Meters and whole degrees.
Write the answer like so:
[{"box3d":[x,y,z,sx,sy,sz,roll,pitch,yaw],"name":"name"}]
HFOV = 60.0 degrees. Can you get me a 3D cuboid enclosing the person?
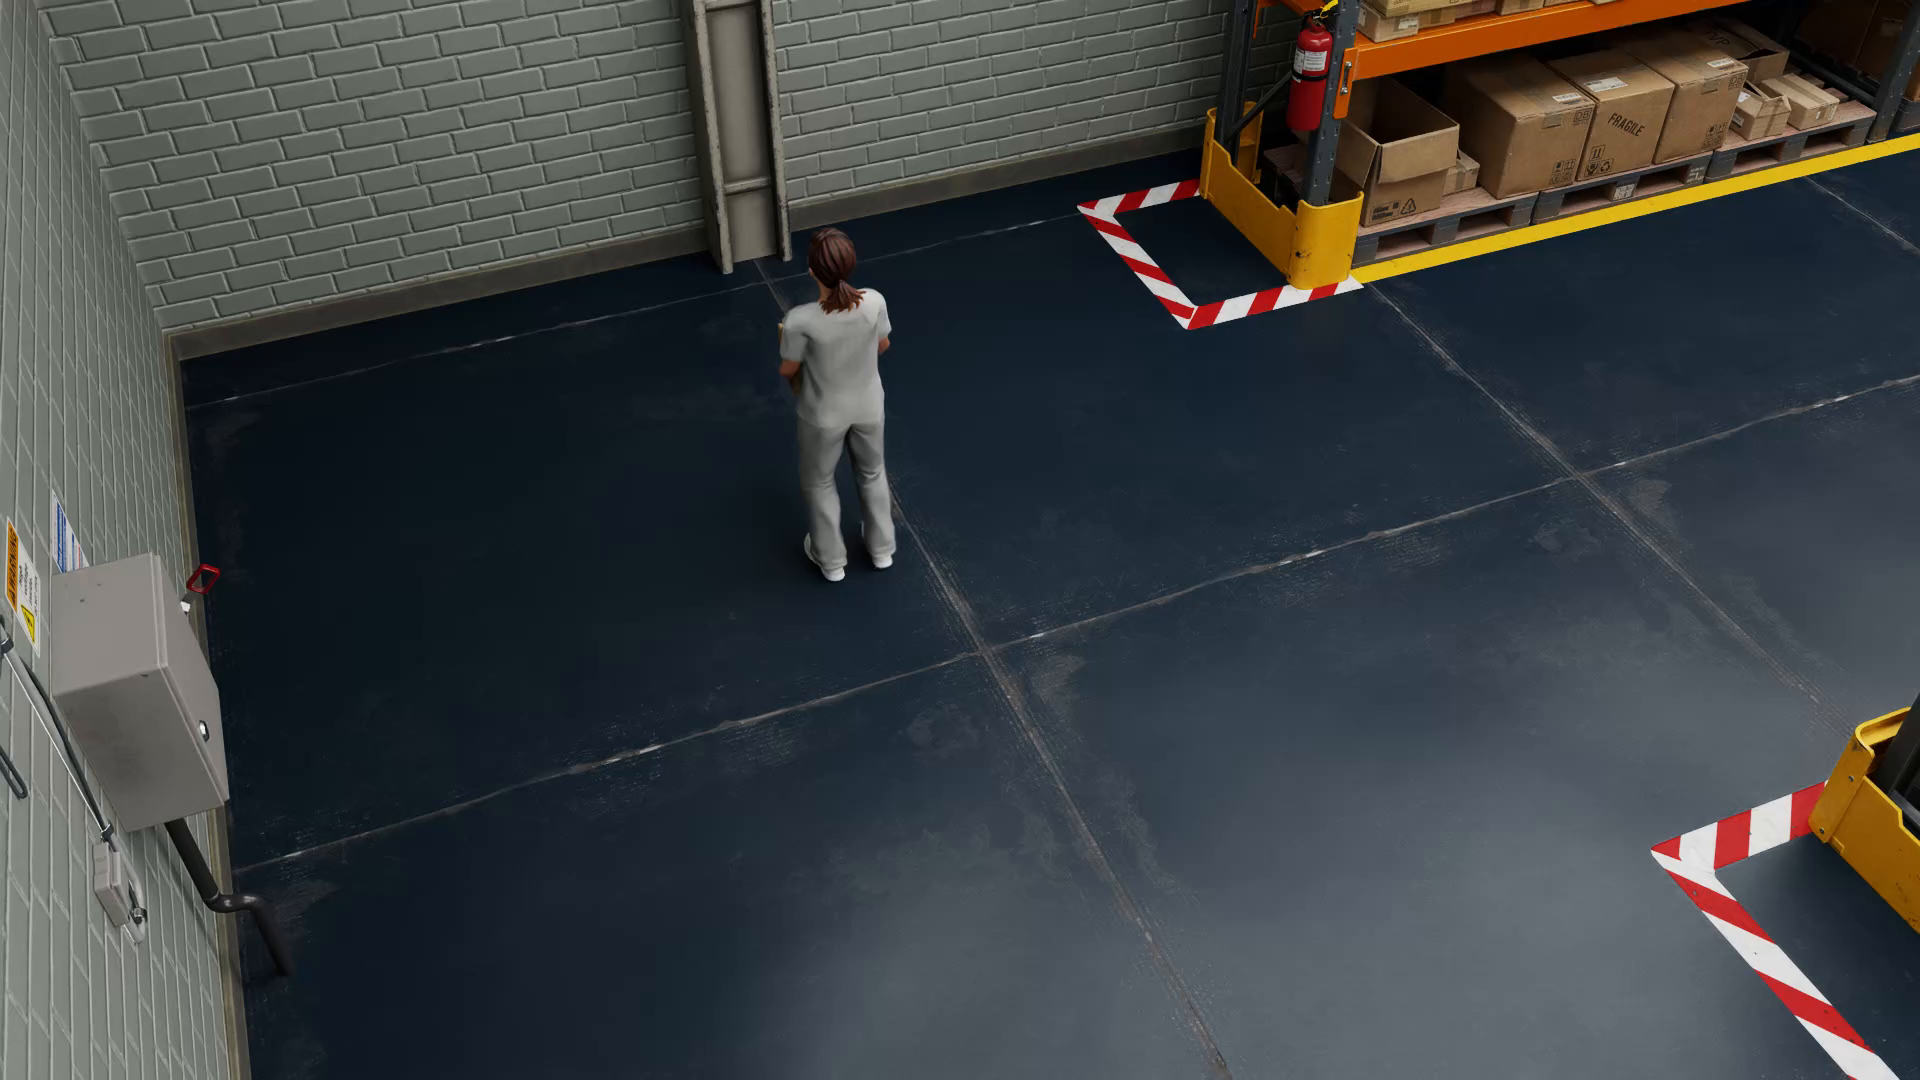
[{"box3d":[-0.510,-0.563,6.787,0.463,1.675,0.490,-16,44,-17],"name":"person"}]
